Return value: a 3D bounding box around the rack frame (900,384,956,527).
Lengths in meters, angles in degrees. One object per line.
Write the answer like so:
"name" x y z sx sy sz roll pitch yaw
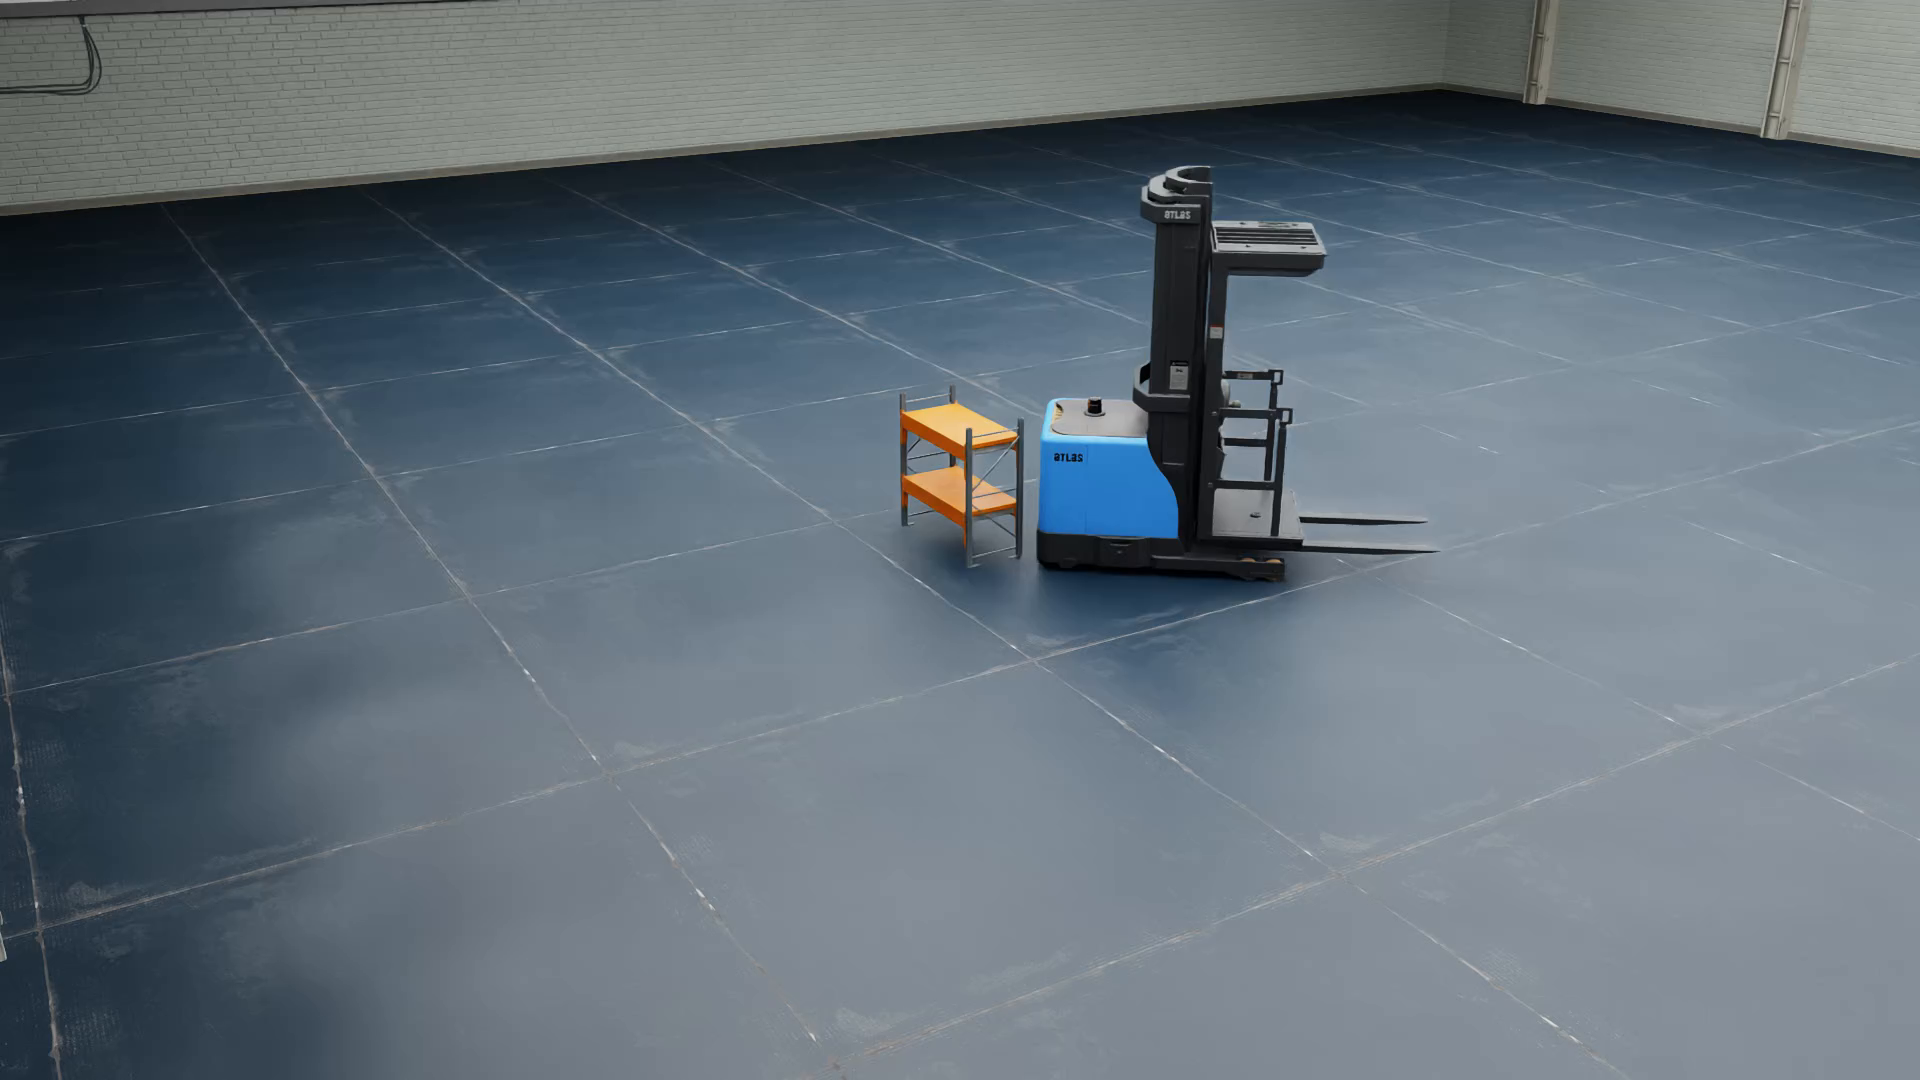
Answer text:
"rack frame" -0.256 -0.683 13.466 0.500 1.125 0.032 -13 25 -28

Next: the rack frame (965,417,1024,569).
"rack frame" 0.263 -0.354 12.657 0.500 1.125 0.032 -13 25 -28

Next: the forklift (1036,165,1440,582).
"forklift" 2.139 -1.256 12.477 3.031 2.935 1.130 2 22 6

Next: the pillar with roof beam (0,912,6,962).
"pillar with roof beam" -1.231 -2.964 8.619 9.100 9.000 0.400 -13 25 -28

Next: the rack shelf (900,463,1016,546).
"rack shelf" 0.003 -0.292 13.154 0.538 0.278 1.000 -13 25 -28

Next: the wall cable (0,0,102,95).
"wall cable" -14.495 -7.732 24.474 3.097 2.526 0.112 -13 25 -28

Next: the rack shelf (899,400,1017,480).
"rack shelf" 0.003 -0.790 12.951 0.538 0.278 1.000 -13 25 -28

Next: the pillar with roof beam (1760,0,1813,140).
"pillar with roof beam" 12.318 -11.251 29.008 9.100 9.000 0.400 -13 25 -28

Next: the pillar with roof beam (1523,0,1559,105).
"pillar with roof beam" 9.253 -13.193 33.787 9.100 9.000 0.400 -13 25 -28

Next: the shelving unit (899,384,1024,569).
"shelving unit" 0.003 -0.519 13.061 0.538 1.125 1.048 -13 25 -28
